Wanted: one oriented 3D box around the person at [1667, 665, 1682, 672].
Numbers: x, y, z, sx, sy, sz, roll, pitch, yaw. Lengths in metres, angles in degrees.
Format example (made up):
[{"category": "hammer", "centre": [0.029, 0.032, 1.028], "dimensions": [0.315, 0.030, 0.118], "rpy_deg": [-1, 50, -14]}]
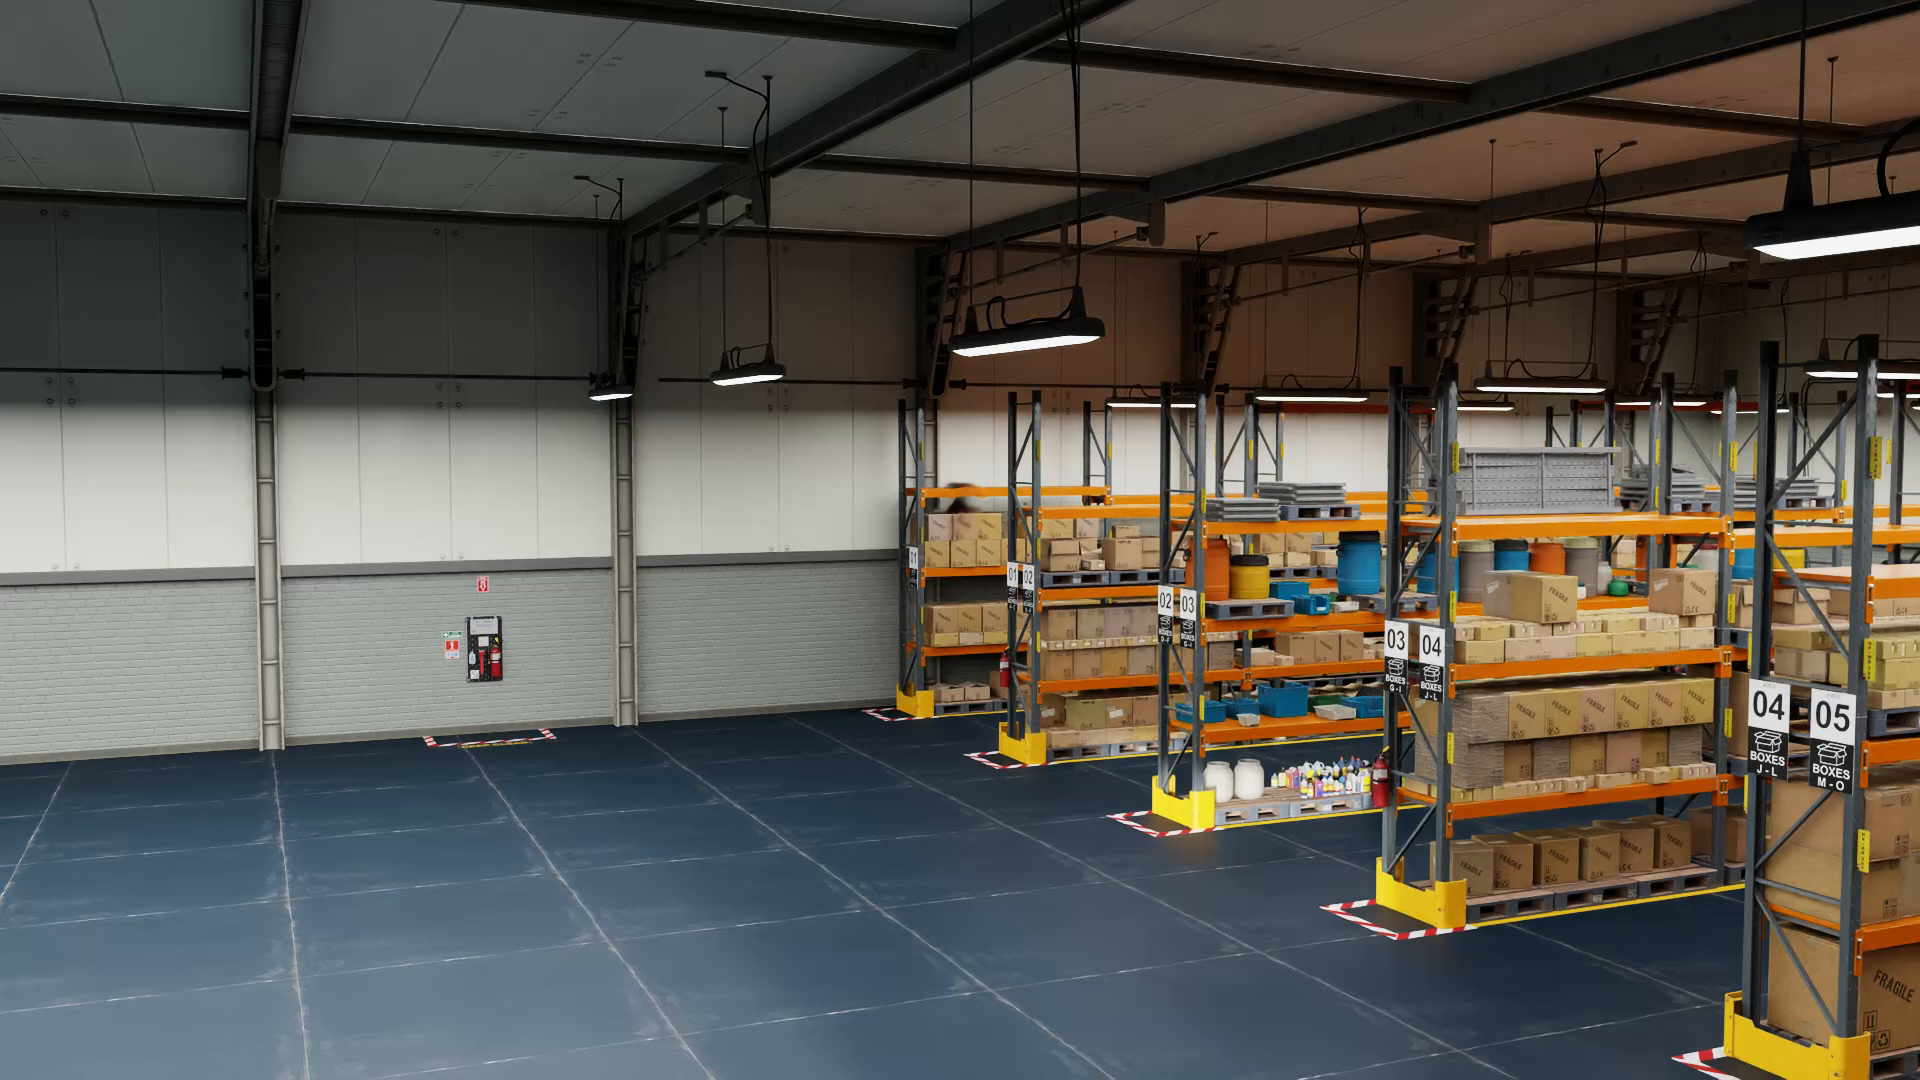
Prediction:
[{"category": "person", "centre": [12.042, 2.671, 28.324], "dimensions": [1.012, 1.685, 0.633], "rpy_deg": [-1, 4, -19]}]
